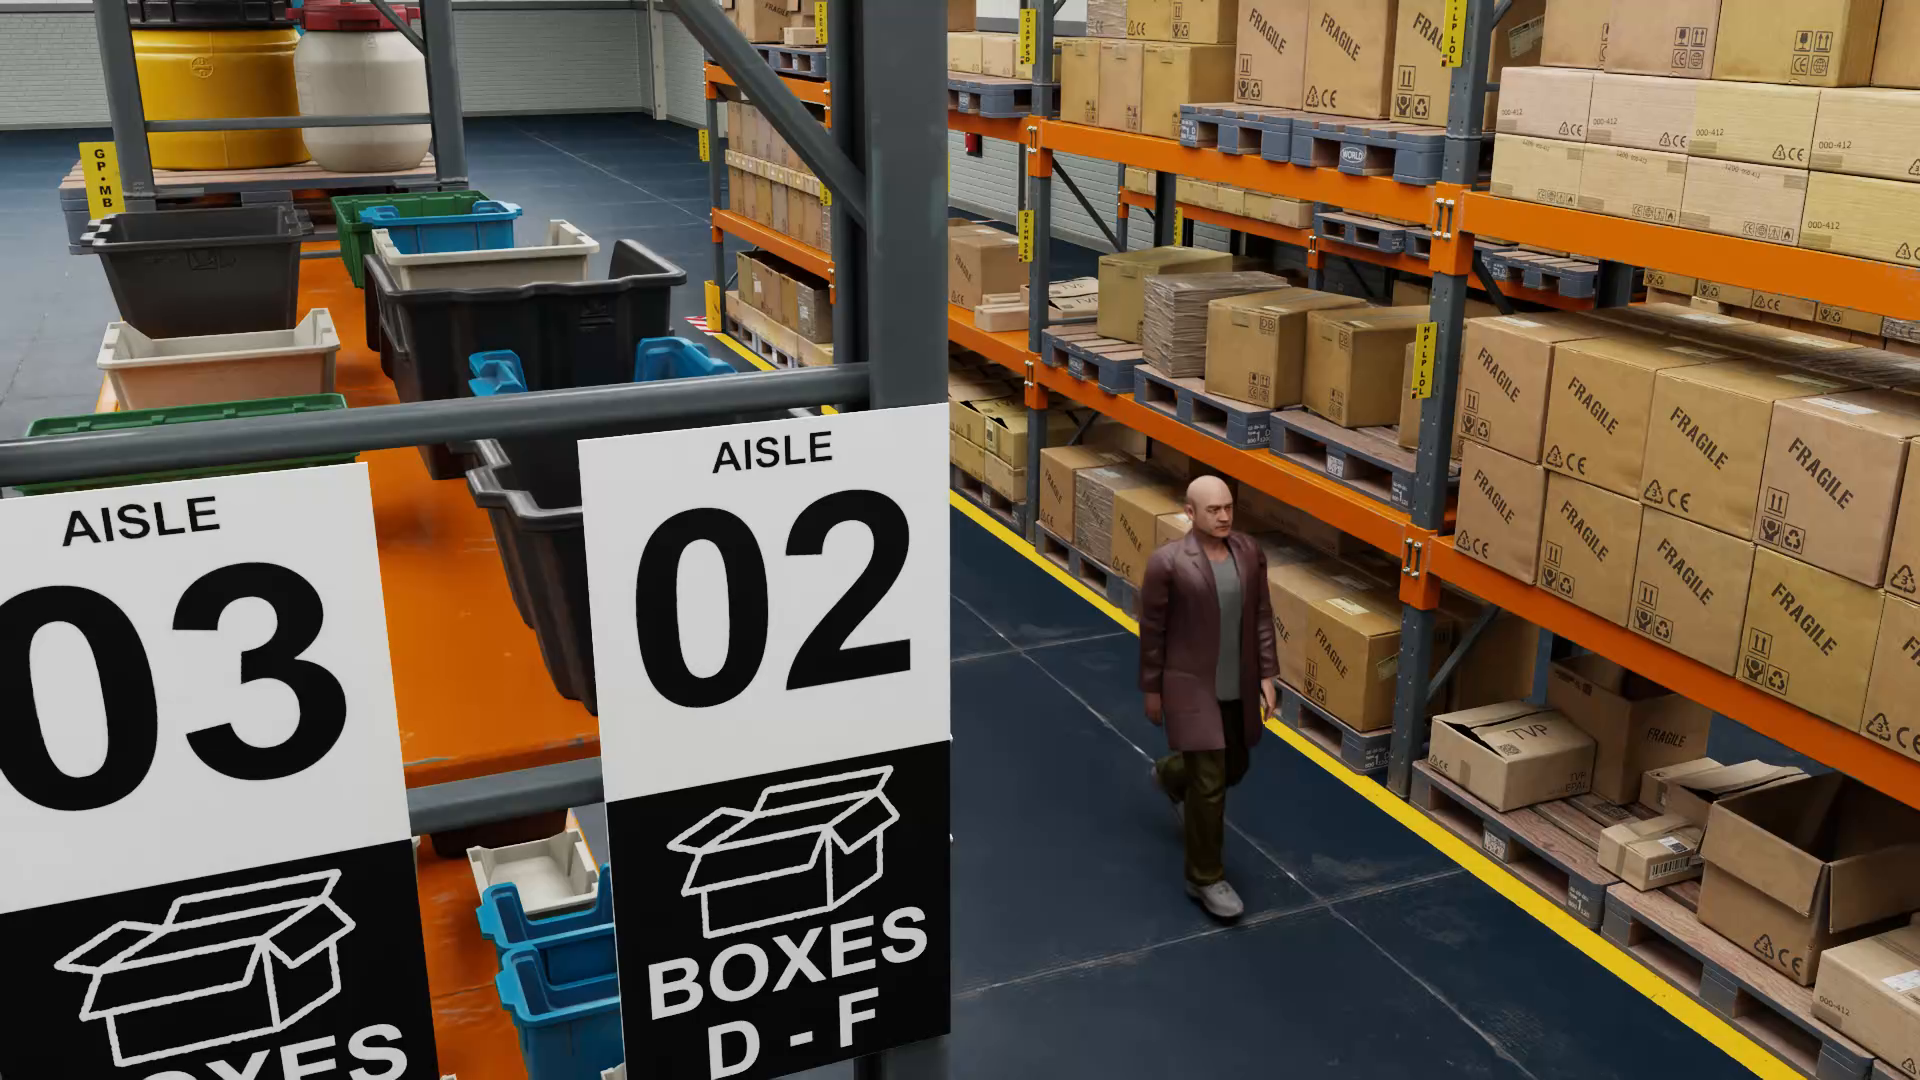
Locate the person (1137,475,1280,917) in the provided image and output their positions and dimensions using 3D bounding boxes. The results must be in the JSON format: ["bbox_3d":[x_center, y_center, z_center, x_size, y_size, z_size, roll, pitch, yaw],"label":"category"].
[{"bbox_3d":[1.018,0.580,6.842,0.573,1.749,0.938,-8,20,-22],"label":"person"}]
